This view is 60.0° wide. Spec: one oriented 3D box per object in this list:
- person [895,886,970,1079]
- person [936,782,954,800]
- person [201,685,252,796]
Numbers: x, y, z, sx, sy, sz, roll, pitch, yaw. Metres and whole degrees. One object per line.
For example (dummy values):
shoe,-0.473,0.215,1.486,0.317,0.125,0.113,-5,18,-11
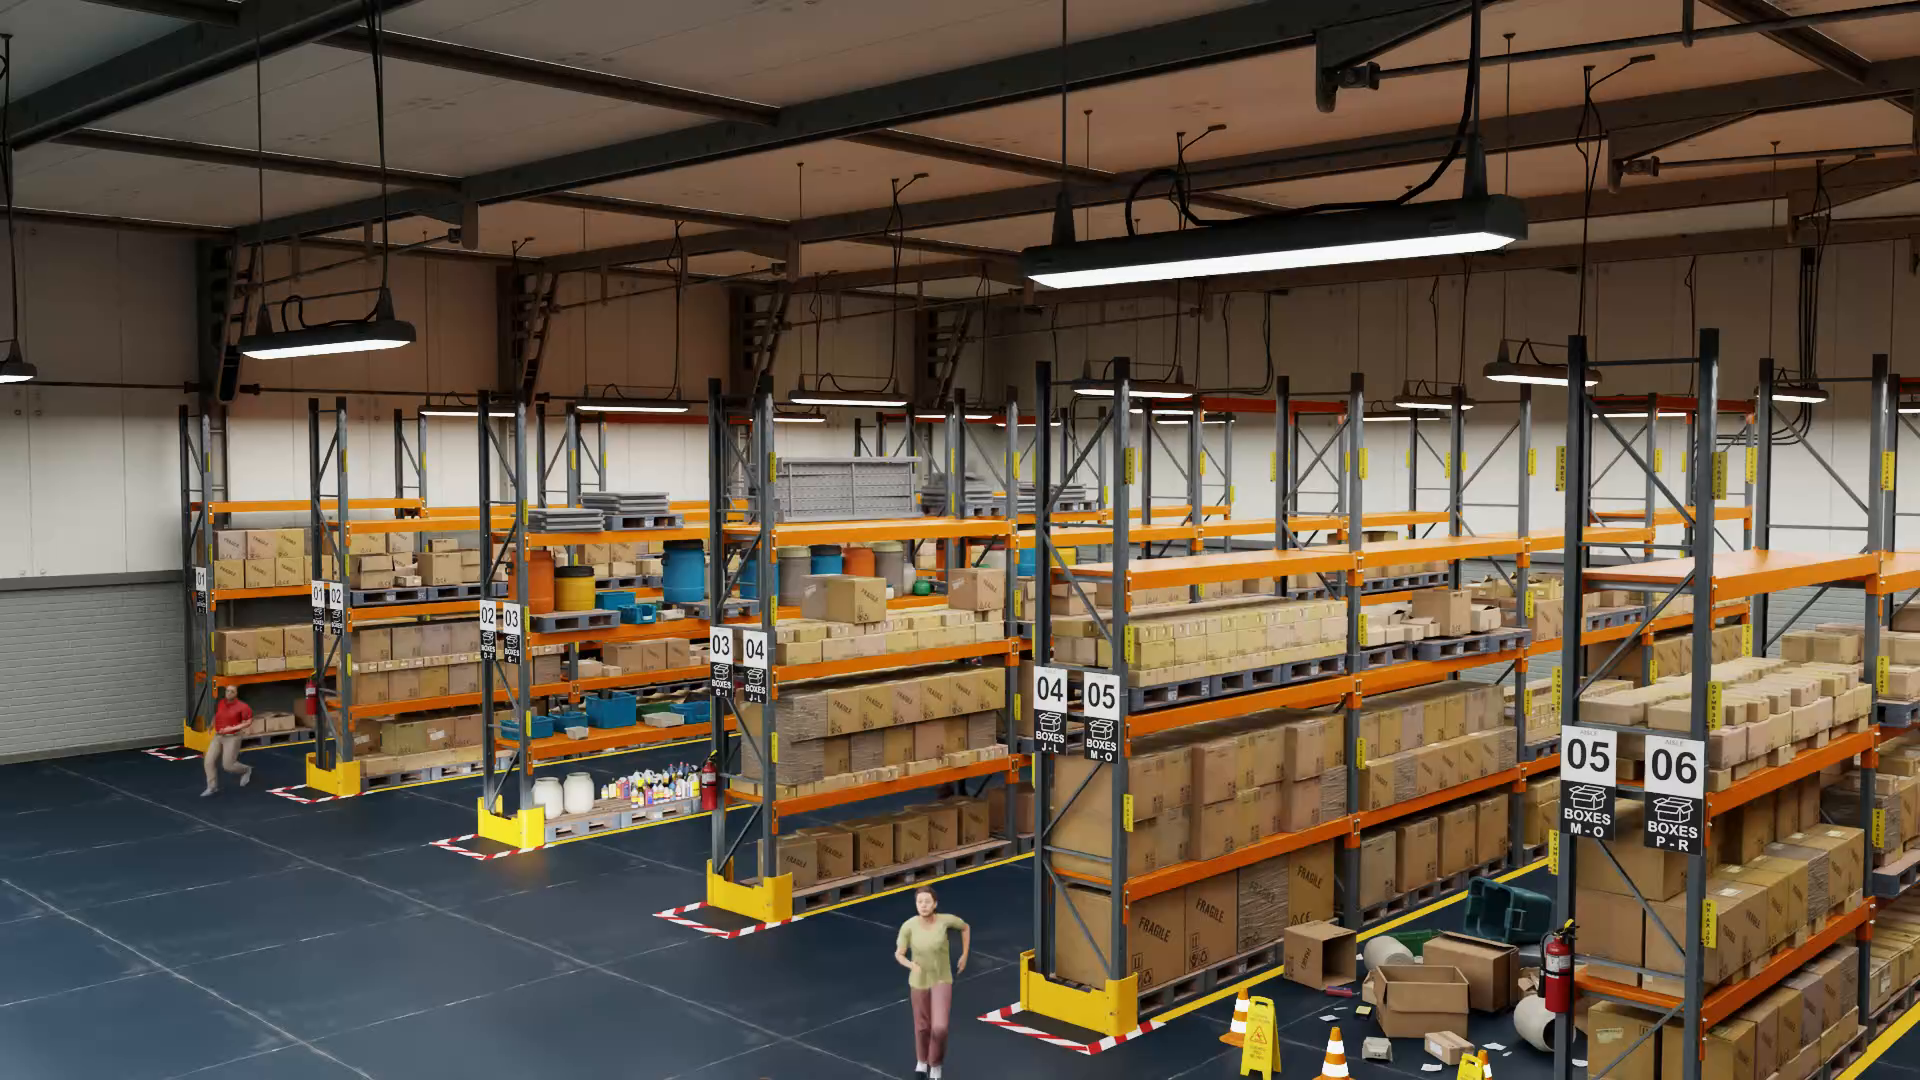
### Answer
person,-0.228,3.607,13.521,0.587,1.622,0.804,0,3,5
person,-0.141,3.092,23.414,0.667,1.705,0.760,3,4,40
person,-11.079,3.026,25.262,0.690,1.668,0.727,1,3,14
